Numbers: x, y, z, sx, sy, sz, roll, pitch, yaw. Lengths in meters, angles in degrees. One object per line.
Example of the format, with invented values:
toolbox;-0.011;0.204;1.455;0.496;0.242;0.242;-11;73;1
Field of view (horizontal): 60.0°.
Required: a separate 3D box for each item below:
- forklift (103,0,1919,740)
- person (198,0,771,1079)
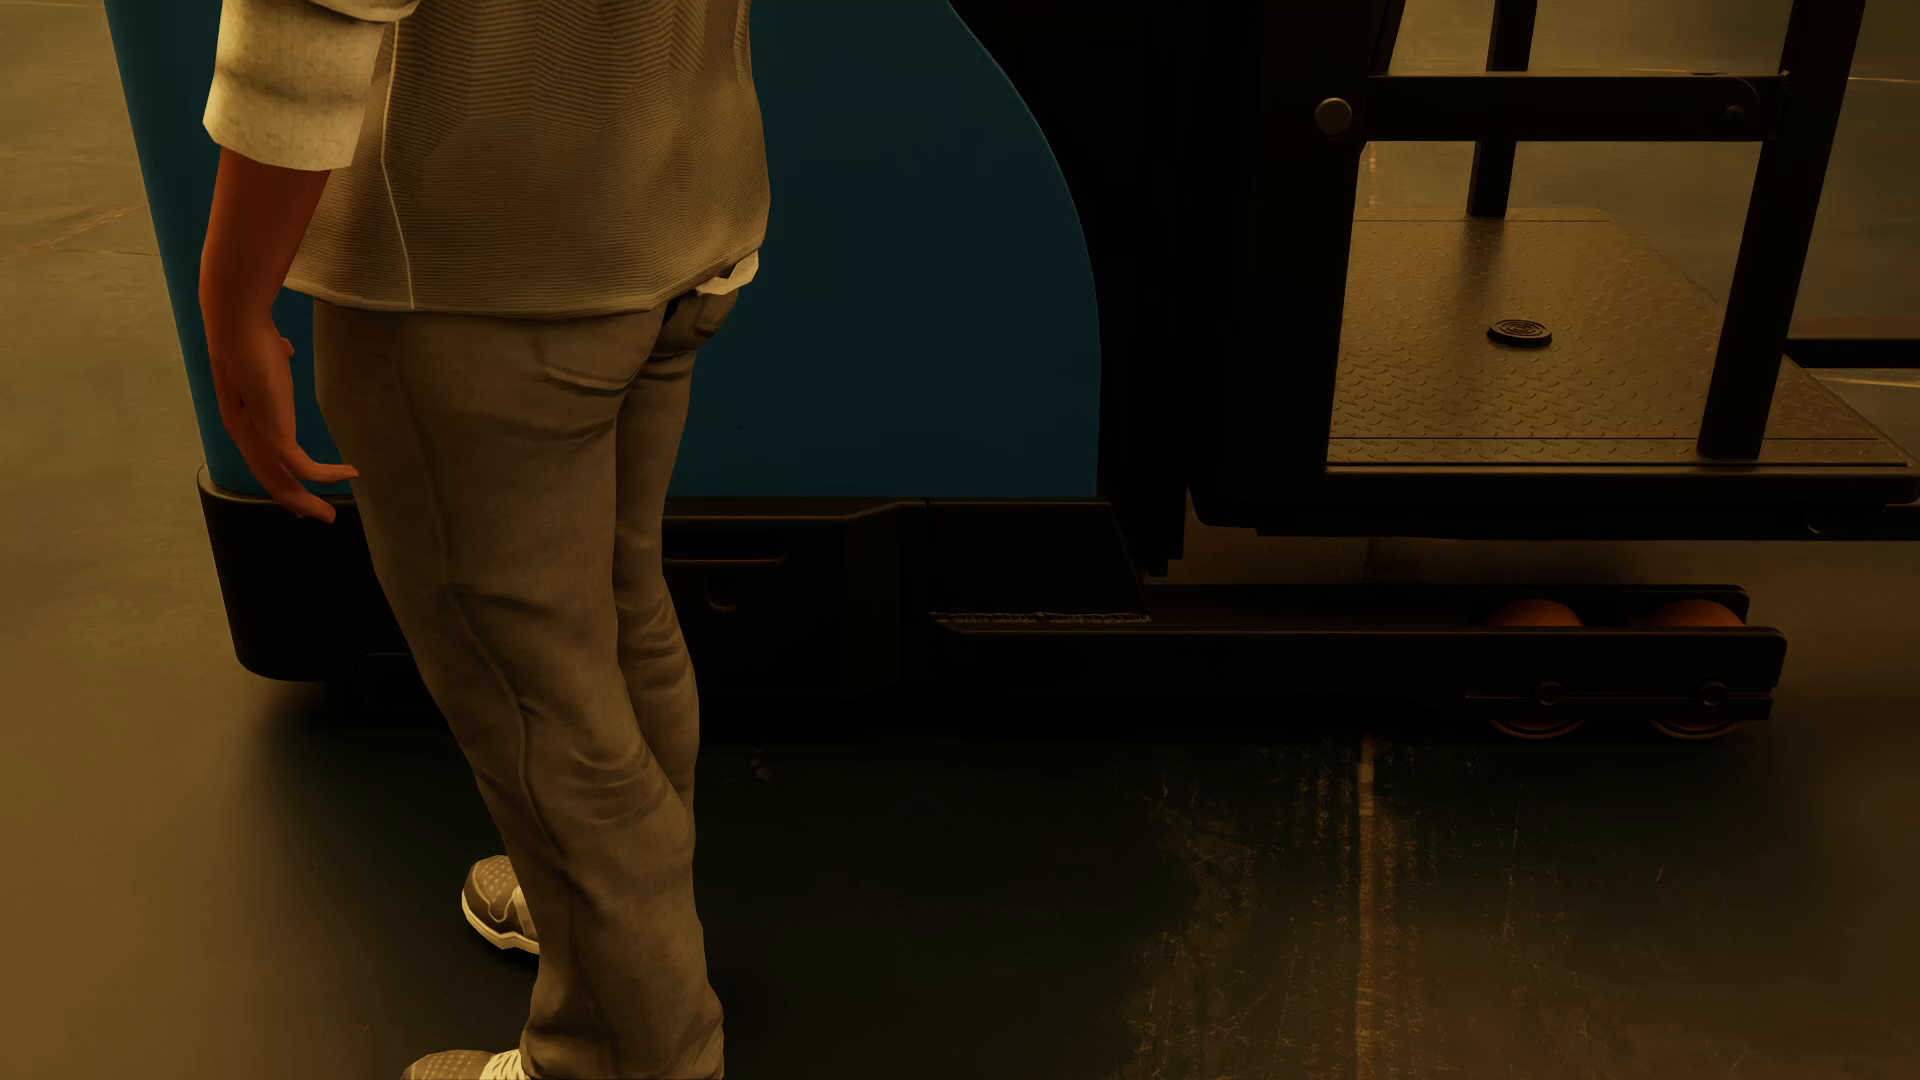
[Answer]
forklift;0.611;-1.307;1.838;3.031;2.935;1.130;0;27;0
person;-0.352;-0.206;1.120;0.473;1.598;0.521;8;28;16
